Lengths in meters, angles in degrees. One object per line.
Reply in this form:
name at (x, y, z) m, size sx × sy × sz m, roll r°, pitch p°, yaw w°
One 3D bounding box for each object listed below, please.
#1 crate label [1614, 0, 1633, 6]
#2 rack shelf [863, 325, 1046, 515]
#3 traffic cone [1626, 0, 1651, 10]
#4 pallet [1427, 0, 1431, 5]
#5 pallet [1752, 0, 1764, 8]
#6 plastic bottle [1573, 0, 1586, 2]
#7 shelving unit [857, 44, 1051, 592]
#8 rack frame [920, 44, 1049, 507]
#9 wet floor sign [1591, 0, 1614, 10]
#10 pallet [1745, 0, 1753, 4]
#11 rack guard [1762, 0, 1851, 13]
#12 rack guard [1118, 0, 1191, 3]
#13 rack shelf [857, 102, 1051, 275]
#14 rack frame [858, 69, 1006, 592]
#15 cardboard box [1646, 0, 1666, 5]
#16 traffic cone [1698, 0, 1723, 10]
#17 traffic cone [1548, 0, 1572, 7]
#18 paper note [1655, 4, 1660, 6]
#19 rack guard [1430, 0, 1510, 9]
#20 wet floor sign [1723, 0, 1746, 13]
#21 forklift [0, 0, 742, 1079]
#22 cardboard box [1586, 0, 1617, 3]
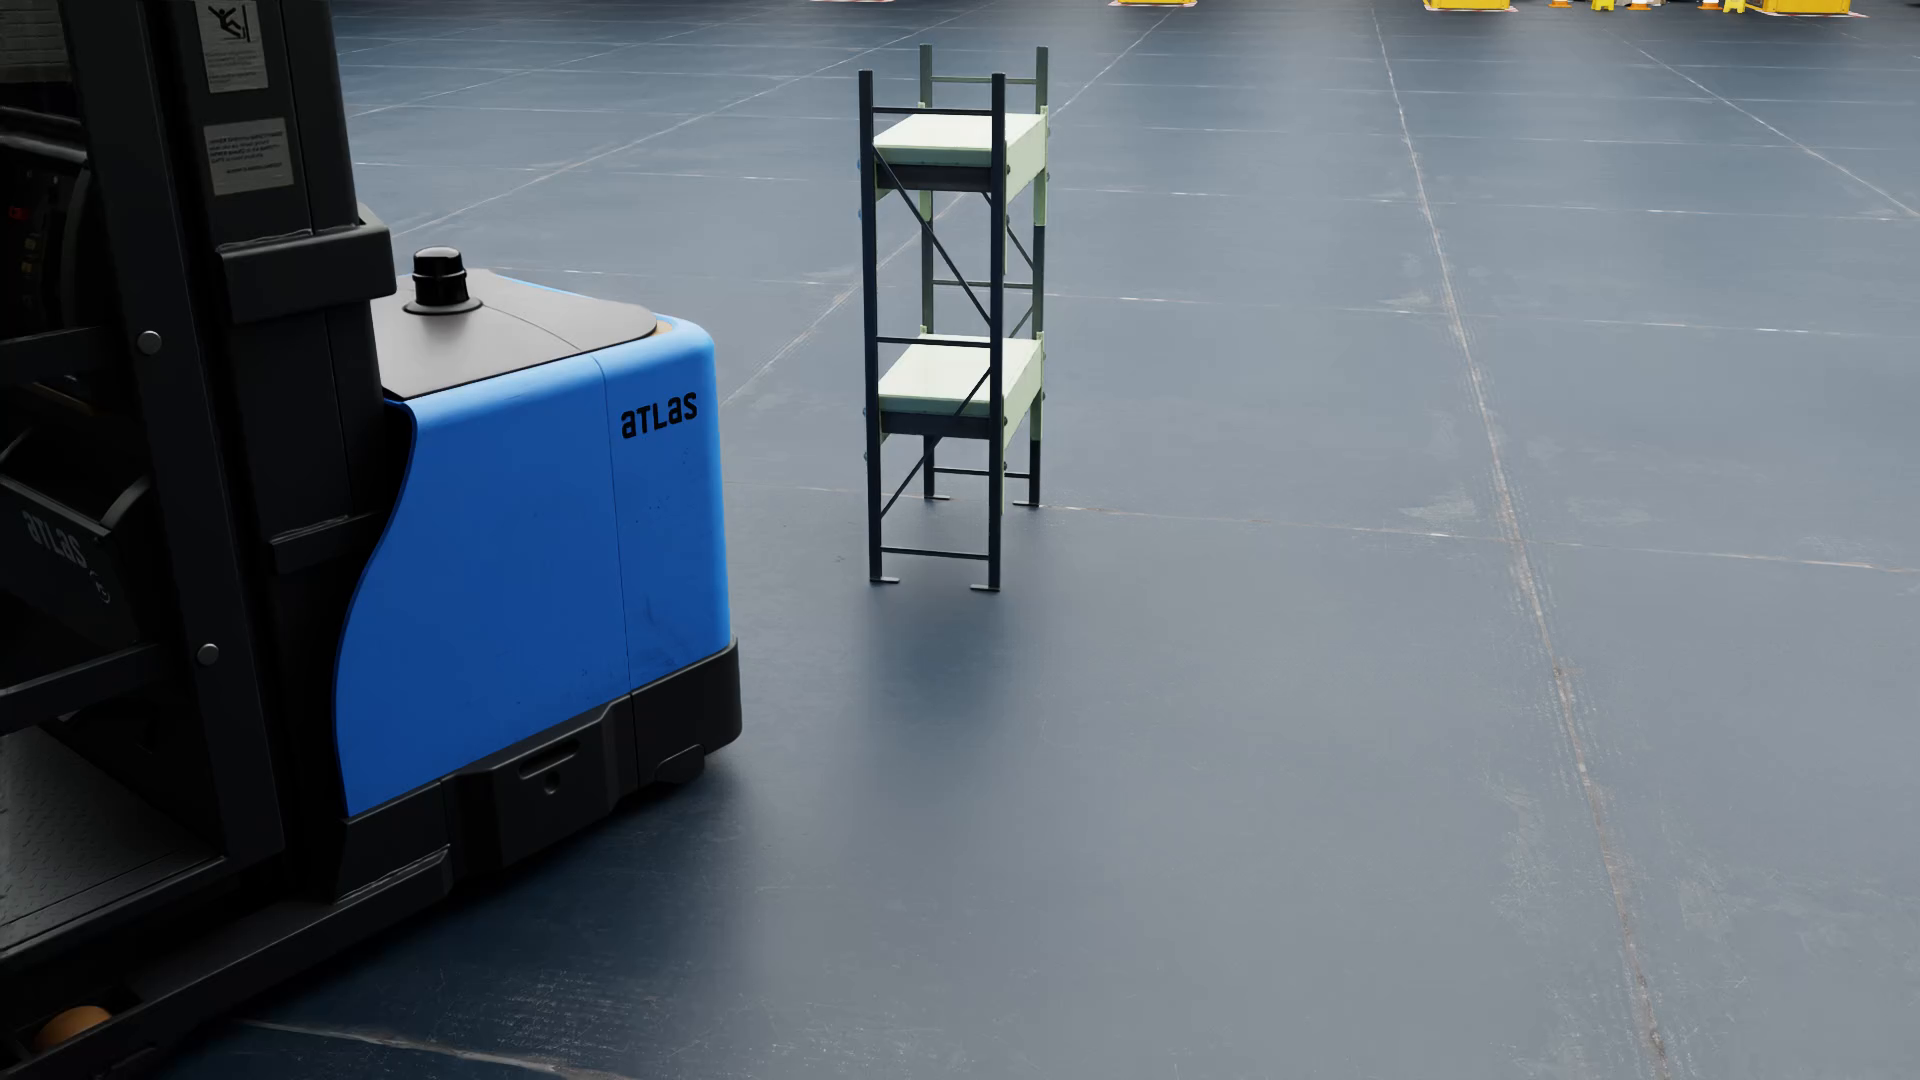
crate label at (10.637, -8.599, 26.521) m, size 0.250 × 0.136 × 0.298 m, roll -7°, pitch 23°, yaw -17°
rack shelf at (-0.001, -0.391, 5.189) m, size 0.431 × 0.370 × 0.720 m, roll 4°, pitch 22°, yaw 11°
traffic cone at (10.537, -8.458, 25.735) m, size 0.336 × 0.463 × 0.334 m, roll 4°, pitch 22°, yaw 11°
pallet at (8.088, -8.764, 26.832) m, size 1.003 × 0.211 × 1.213 m, roll 4°, pitch 22°, yaw 11°
pallet at (13.084, -8.447, 26.046) m, size 1.003 × 0.211 × 1.213 m, roll 4°, pitch 22°, yaw 11°
plastic bottle at (10.198, -8.925, 27.432) m, size 0.133 × 0.061 × 0.283 m, roll -3°, pitch 22°, yaw -8°
shelving unit at (-0.001, -0.693, 5.067) m, size 0.431 × 1.500 × 0.755 m, roll 4°, pitch 22°, yaw 11°
rack frame at (0.073, -0.827, 5.400) m, size 0.400 × 1.500 × 0.023 m, roll 4°, pitch 22°, yaw 11°
wet floor sign at (9.934, -8.505, 25.609) m, size 0.267 × 0.644 × 0.232 m, roll 1°, pitch 22°, yaw 2°
pallet at (13.335, -8.892, 27.150) m, size 1.003 × 0.211 × 1.213 m, roll 4°, pitch 22°, yaw 11°
rack guard at (12.884, -8.287, 25.261) m, size 1.175 × 0.500 × 0.348 m, roll 4°, pitch 22°, yaw 11°
rack guard at (3.182, -9.042, 27.136) m, size 1.175 × 0.500 × 0.348 m, roll 4°, pitch 22°, yaw 11°
rack shelf at (-0.001, -1.055, 4.922) m, size 0.431 × 0.370 × 0.720 m, roll 4°, pitch 22°, yaw 11°
rack frame at (-0.076, -0.559, 4.735) m, size 0.400 × 1.500 × 0.023 m, roll 4°, pitch 22°, yaw 11°
cardboard box at (11.158, -8.729, 26.829) m, size 0.380 × 0.149 × 0.250 m, roll 18°, pitch 28°, yaw 38°
traffic cone at (11.693, -8.497, 25.833) m, size 0.336 × 0.463 × 0.334 m, roll 4°, pitch 22°, yaw 11°
traffic cone at (9.500, -8.668, 26.257) m, size 0.336 × 0.463 × 0.334 m, roll 4°, pitch 22°, yaw 11°
paper note at (11.112, -8.539, 26.514) m, size 0.148 × 0.019 × 0.142 m, roll -3°, pitch 22°, yaw -8°
rack guard at (7.997, -8.591, 26.015) m, size 1.175 × 0.500 × 0.348 m, roll 4°, pitch 22°, yaw 11°
wet floor sign at (11.782, -8.339, 25.194) m, size 0.267 × 0.644 × 0.232 m, roll 13°, pitch 25°, yaw 29°
forklift at (-1.856, -0.529, 2.743) m, size 1.130 × 2.935 × 3.031 m, roll 17°, pitch 28°, yaw 36°
cardboard box at (10.748, -9.096, 27.265) m, size 0.797 × 0.503 × 0.637 m, roll -11°, pitch 25°, yaw -26°
